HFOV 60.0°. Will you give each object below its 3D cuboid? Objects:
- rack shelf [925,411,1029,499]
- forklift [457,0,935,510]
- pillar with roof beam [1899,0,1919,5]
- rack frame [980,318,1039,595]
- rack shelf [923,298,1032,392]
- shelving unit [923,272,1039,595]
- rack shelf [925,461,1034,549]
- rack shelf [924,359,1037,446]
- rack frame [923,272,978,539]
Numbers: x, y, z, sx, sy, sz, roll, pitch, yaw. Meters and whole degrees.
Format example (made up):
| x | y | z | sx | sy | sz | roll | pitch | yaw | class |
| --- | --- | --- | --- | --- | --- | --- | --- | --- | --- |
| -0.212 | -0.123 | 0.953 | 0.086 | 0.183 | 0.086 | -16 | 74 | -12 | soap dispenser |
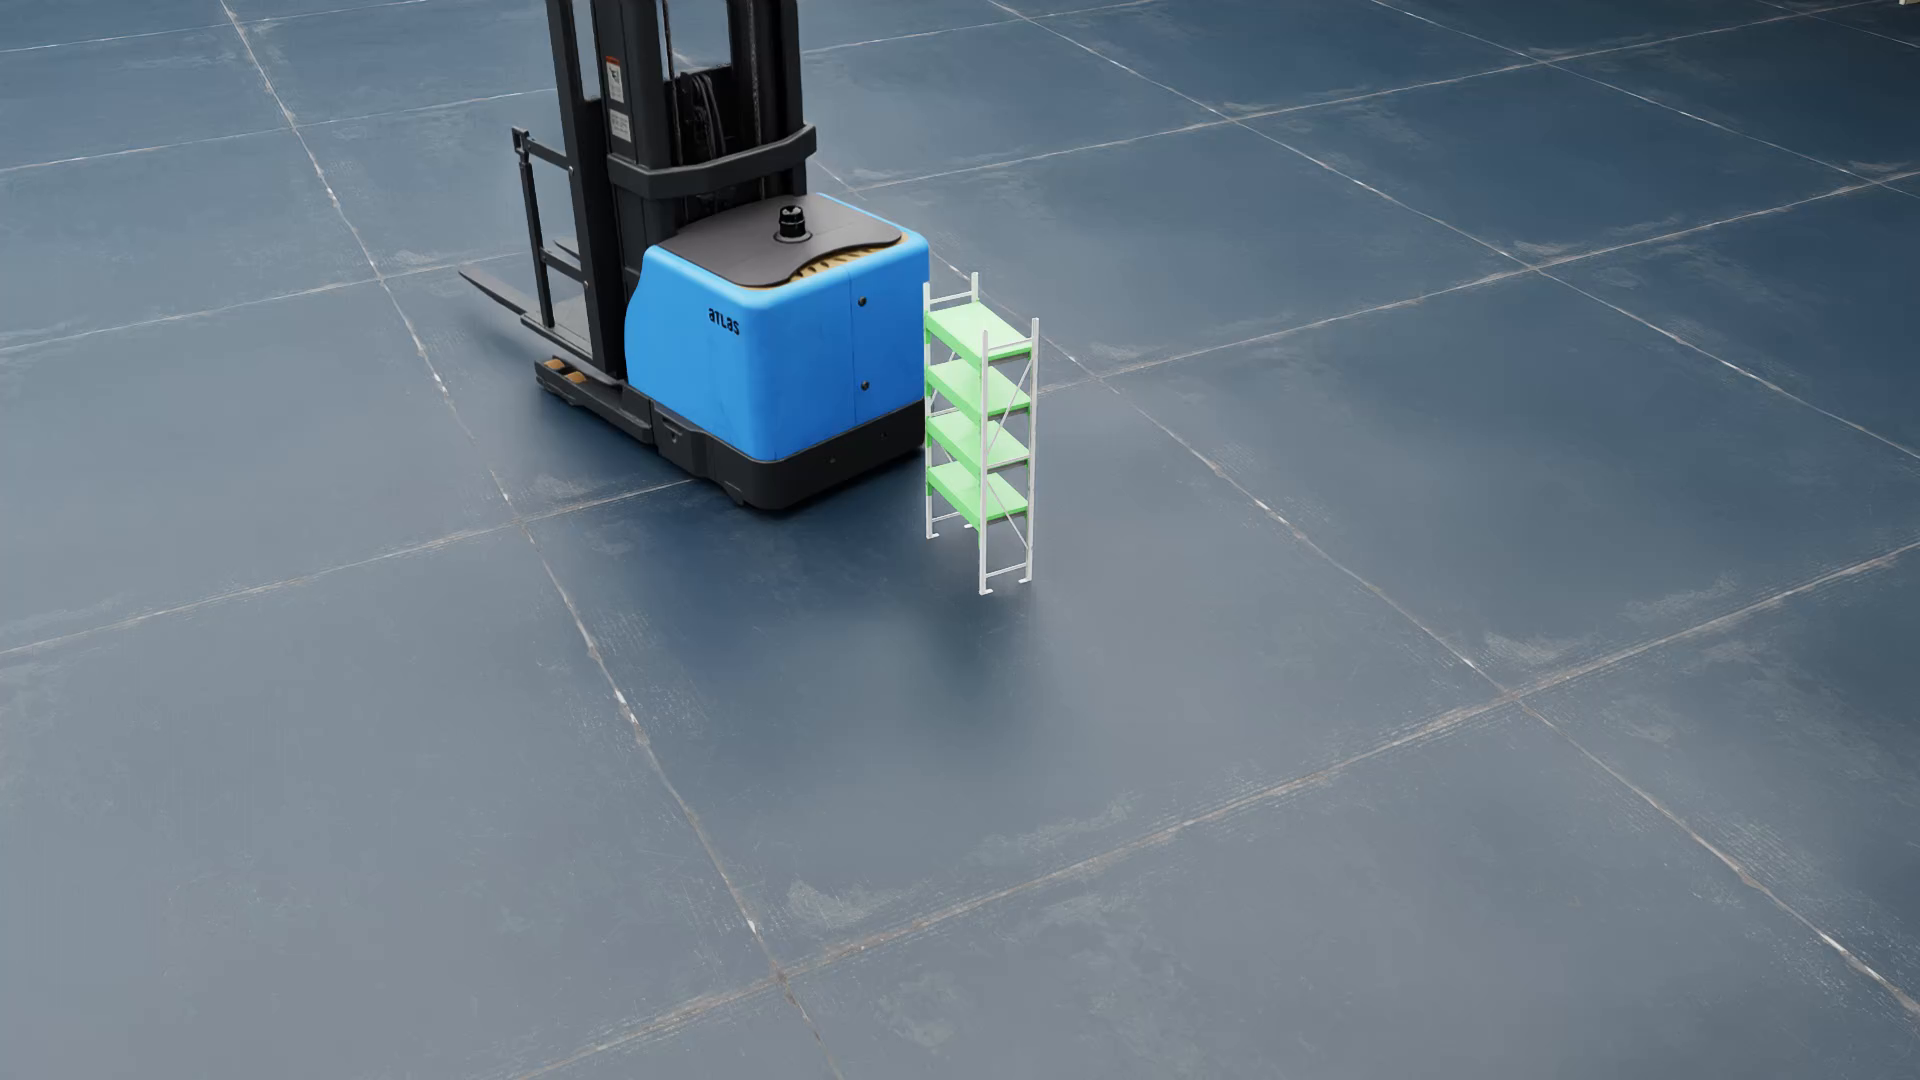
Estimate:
| x | y | z | sx | sy | sz | roll | pitch | yaw | class |
| --- | --- | --- | --- | --- | --- | --- | --- | --- | --- |
| 0.077 | -0.372 | 6.837 | 0.258 | 0.148 | 0.480 | -16 | 36 | -23 | rack shelf |
| -1.495 | -2.072 | 7.767 | 1.130 | 2.935 | 3.031 | -27 | 41 | -35 | forklift |
| 4.510 | -7.531 | 10.664 | 9.100 | 9.000 | 0.400 | -16 | 36 | -23 | pillar with roof beam |
| 0.191 | -0.310 | 6.621 | 0.240 | 1.200 | 0.015 | -16 | 36 | -23 | rack frame |
| 0.077 | -0.777 | 6.579 | 0.258 | 0.148 | 0.480 | -16 | 36 | -23 | rack shelf |
| 0.077 | -0.426 | 6.803 | 0.258 | 1.200 | 0.503 | -16 | 36 | -23 | shelving unit |
| 0.077 | -0.170 | 6.967 | 0.258 | 0.148 | 0.480 | -16 | 36 | -23 | rack shelf |
| 0.077 | -0.574 | 6.708 | 0.258 | 0.148 | 0.480 | -16 | 36 | -23 | rack shelf |
| -0.037 | -0.543 | 6.985 | 0.240 | 1.200 | 0.015 | -16 | 36 | -23 | rack frame |
